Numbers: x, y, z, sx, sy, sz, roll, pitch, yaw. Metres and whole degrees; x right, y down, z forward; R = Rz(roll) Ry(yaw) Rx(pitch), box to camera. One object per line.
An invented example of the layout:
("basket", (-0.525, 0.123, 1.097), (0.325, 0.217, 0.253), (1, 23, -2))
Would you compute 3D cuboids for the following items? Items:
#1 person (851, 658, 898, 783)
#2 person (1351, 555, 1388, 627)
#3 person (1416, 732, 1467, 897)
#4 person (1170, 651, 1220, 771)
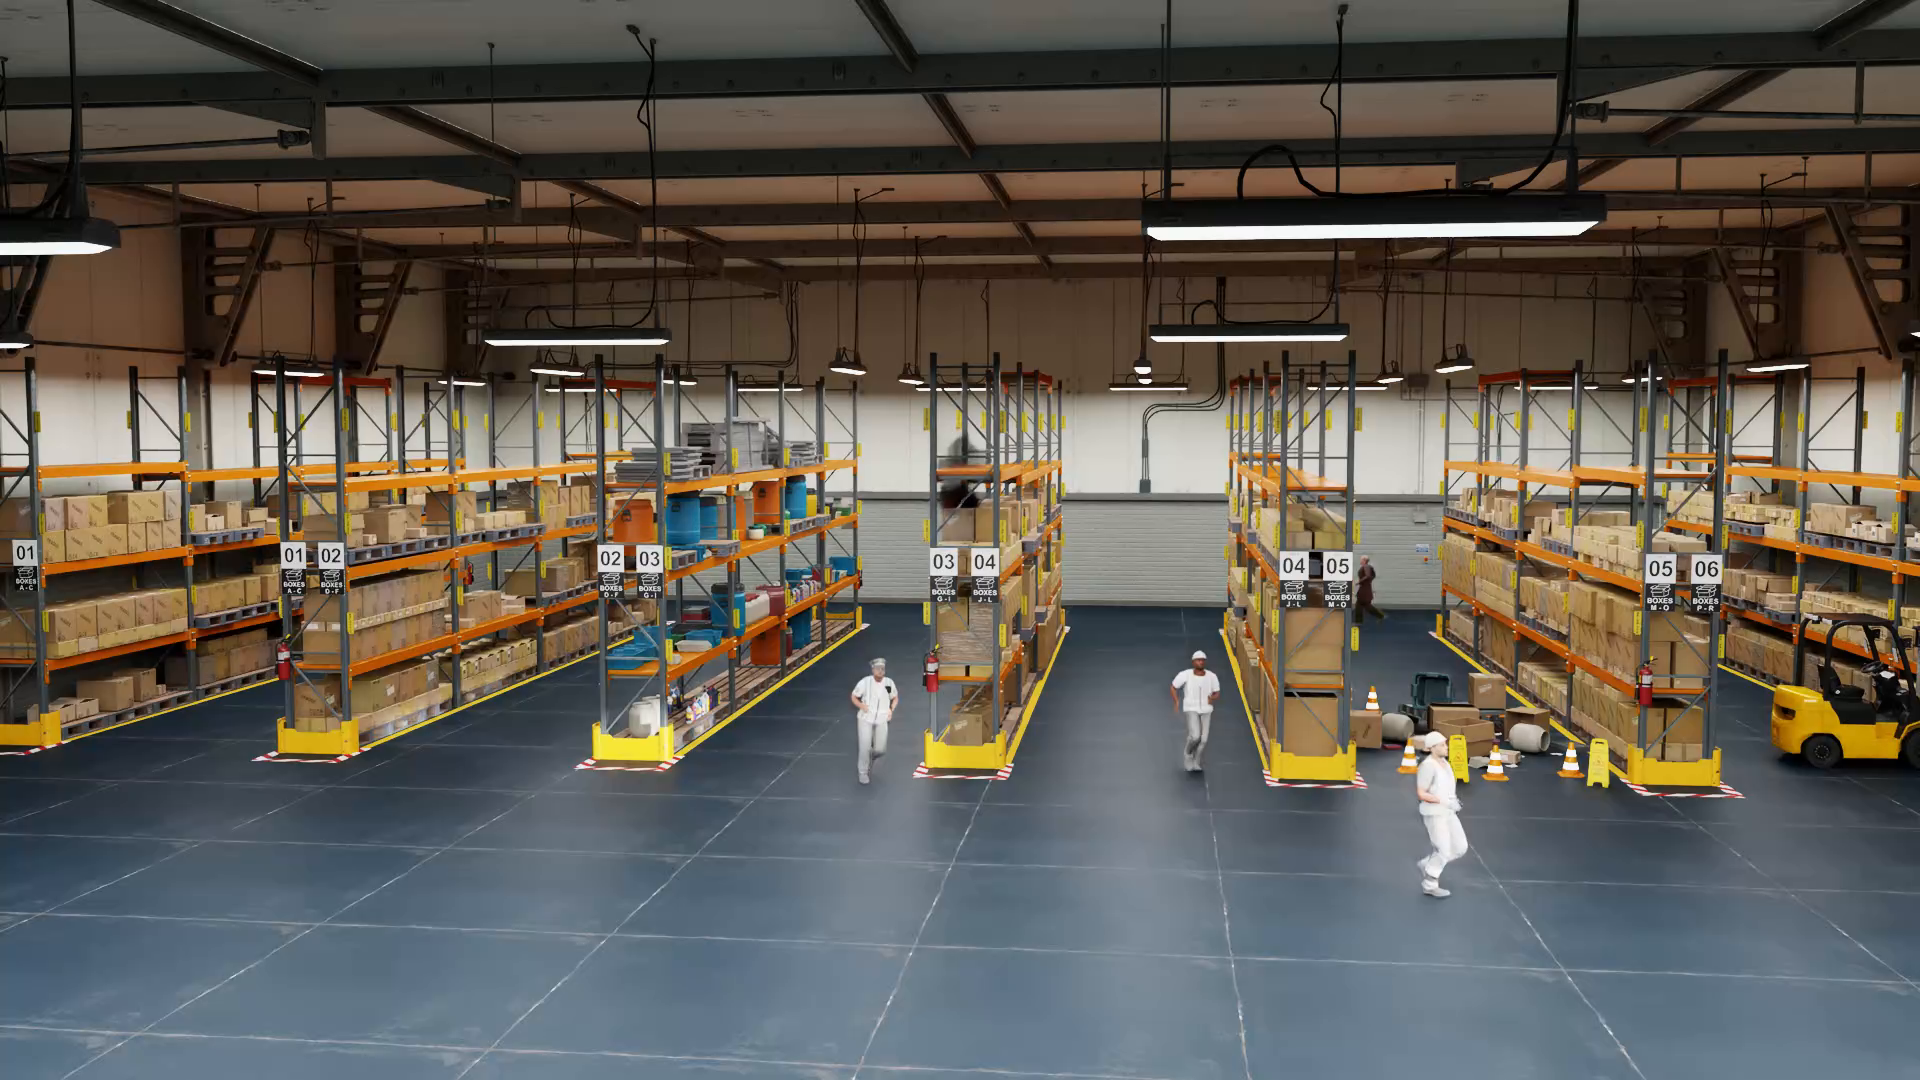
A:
("person", (-1.176, 2.503, 23.227), (0.685, 1.732, 0.643), (-1, 4, -13))
("person", (9.896, 1.278, 40.305), (0.947, 1.764, 0.722), (1, 4, 15))
("person", (5.073, 2.888, 17.503), (0.598, 1.740, 0.648), (4, 5, 42))
("person", (3.399, 2.446, 23.757), (0.680, 1.718, 0.599), (-1, 4, -8))
